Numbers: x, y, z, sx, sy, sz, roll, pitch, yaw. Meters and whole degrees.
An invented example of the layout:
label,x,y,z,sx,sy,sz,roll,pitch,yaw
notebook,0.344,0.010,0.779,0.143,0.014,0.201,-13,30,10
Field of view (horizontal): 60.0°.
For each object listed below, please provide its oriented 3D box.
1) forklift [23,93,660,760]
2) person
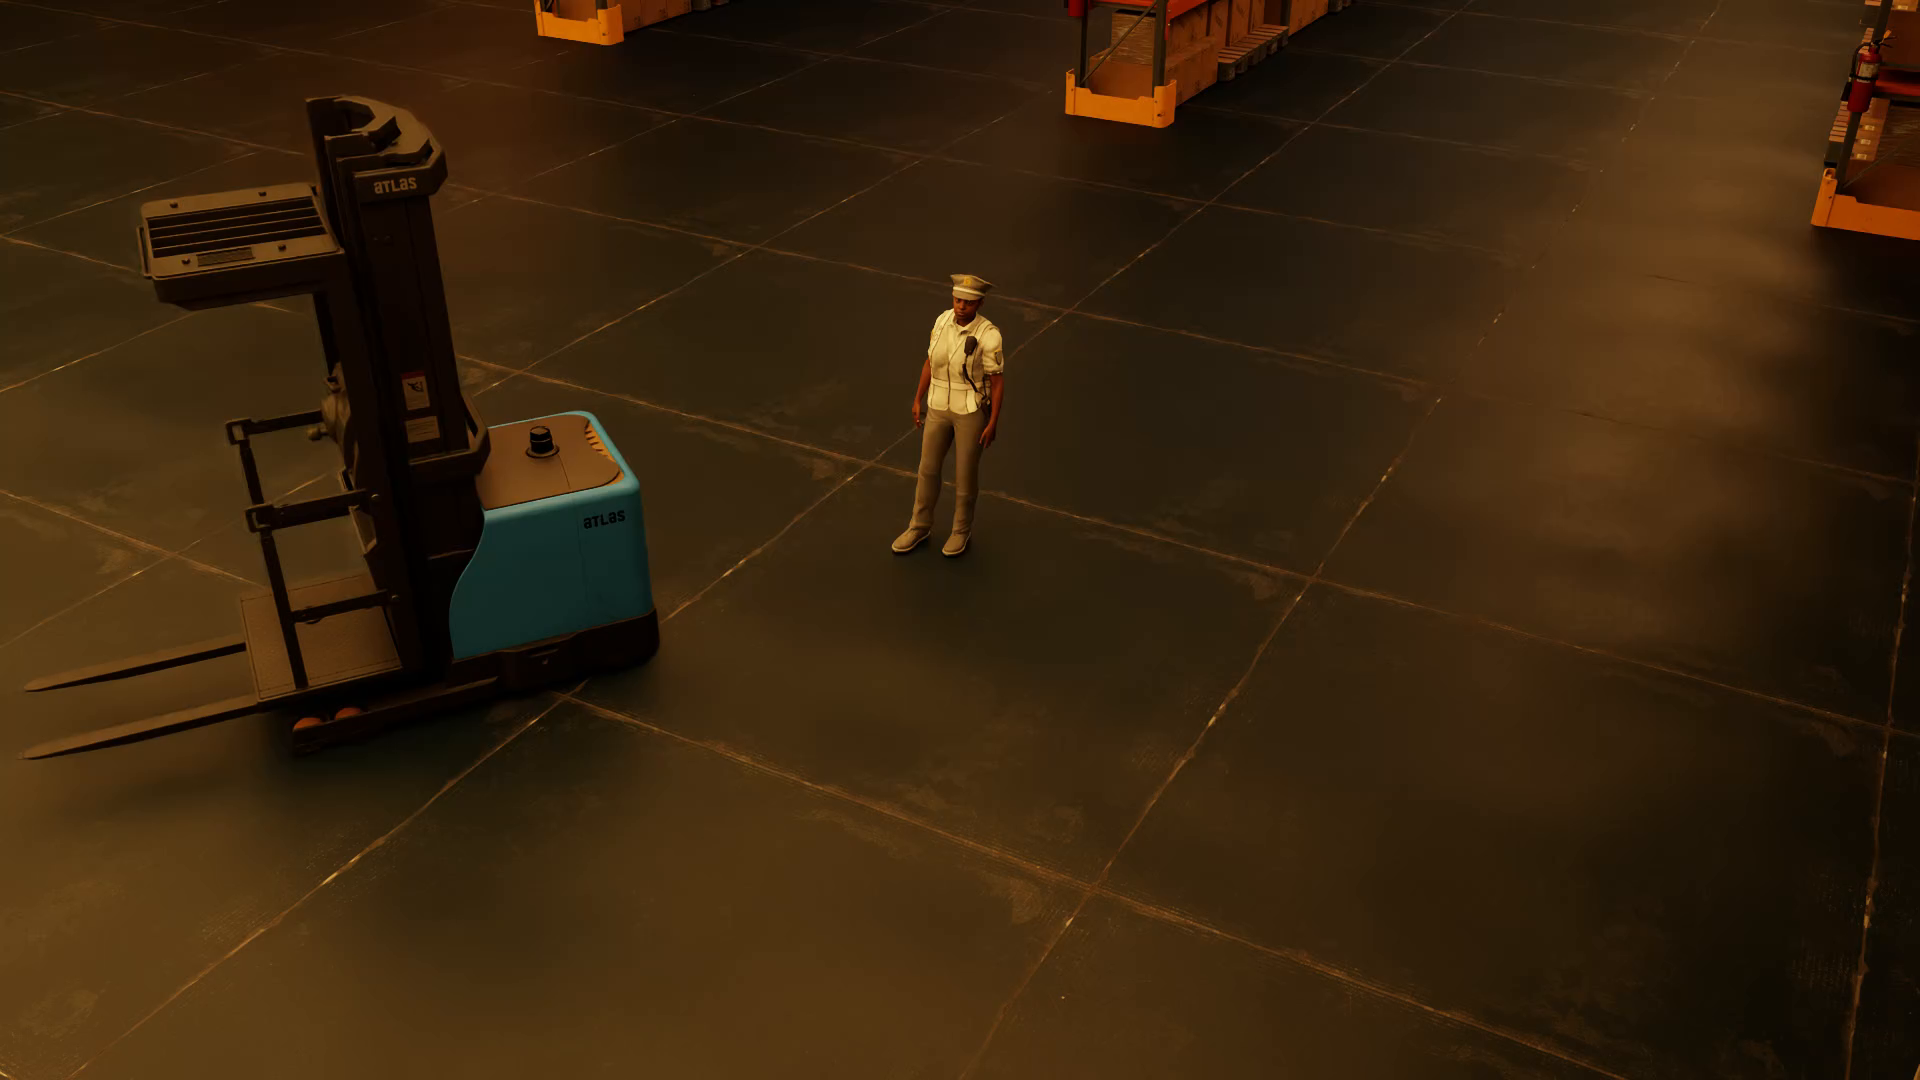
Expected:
label,x,y,z,sx,sy,sz,roll,pitch,yaw
forklift,-3.162,-0.530,7.989,3.031,2.935,1.130,-14,33,-22
person,-0.056,-0.712,9.527,0.564,1.697,0.526,15,33,25
